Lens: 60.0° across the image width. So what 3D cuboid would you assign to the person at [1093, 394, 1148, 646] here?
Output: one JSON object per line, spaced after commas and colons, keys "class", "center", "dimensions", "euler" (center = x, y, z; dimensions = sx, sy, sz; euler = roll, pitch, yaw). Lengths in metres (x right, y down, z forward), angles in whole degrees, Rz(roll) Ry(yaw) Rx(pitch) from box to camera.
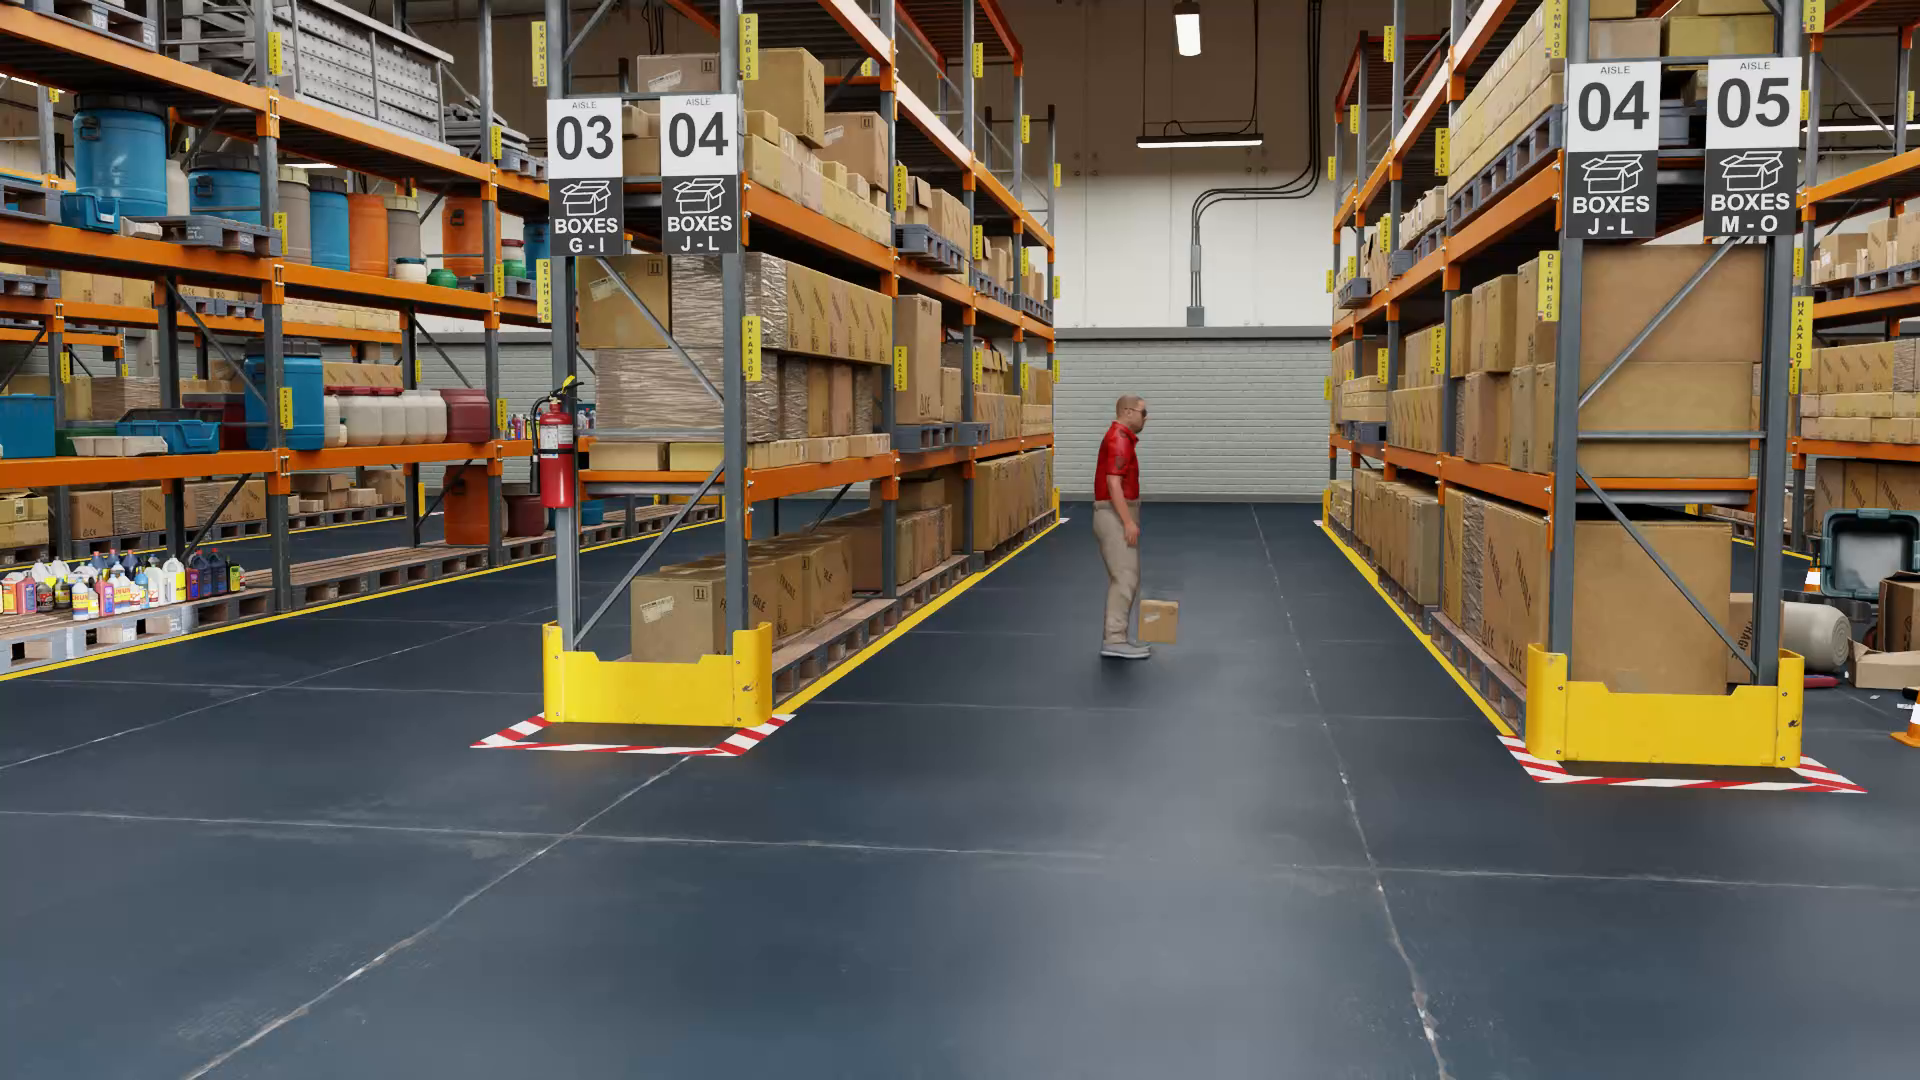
{"class": "person", "center": [1.066, -0.140, 11.070], "dimensions": [0.359, 1.657, 0.568], "euler": [1, 4, 7]}
